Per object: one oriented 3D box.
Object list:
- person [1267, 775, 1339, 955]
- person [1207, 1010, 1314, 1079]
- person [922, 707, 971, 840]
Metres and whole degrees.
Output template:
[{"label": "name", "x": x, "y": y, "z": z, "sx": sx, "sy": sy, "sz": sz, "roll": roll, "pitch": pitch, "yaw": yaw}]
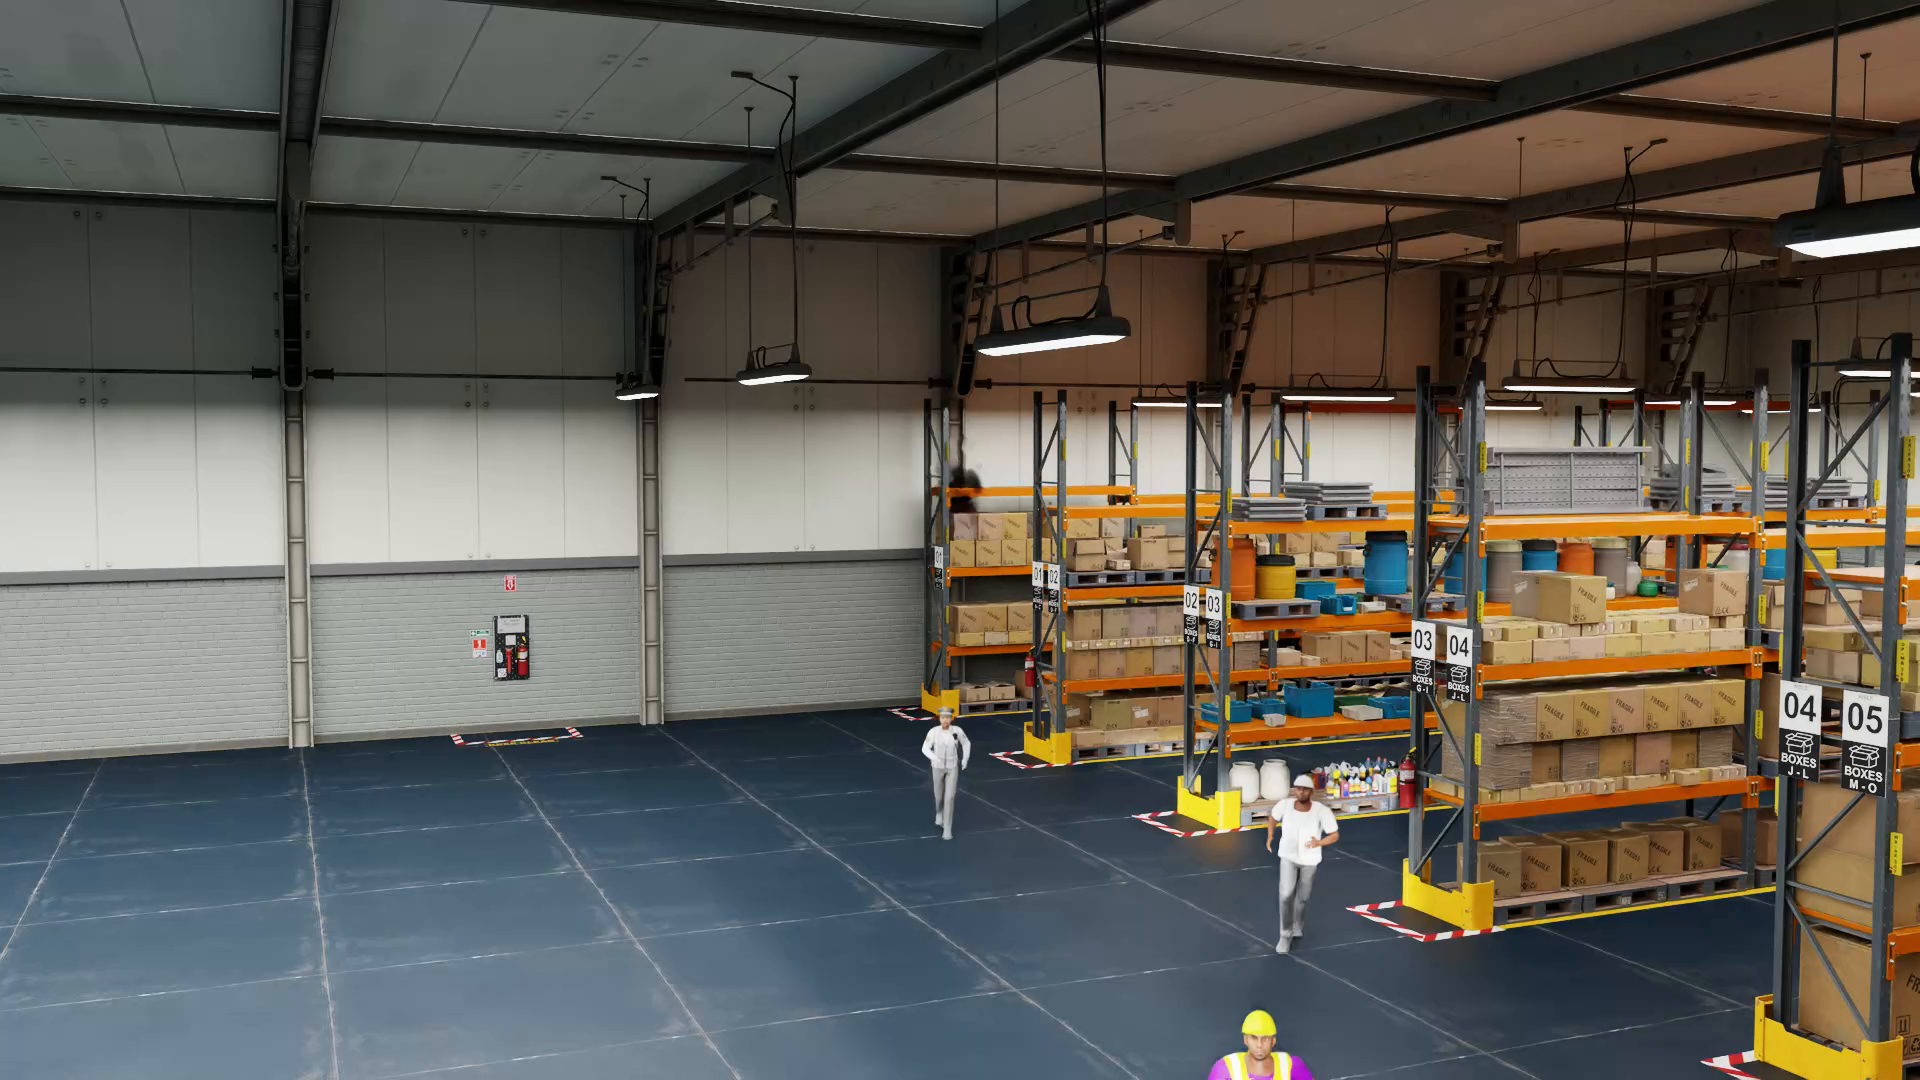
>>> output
[{"label": "person", "x": 3.495, "y": 3.290, "z": 16.964, "sx": 0.728, "sy": 1.824, "sz": 0.664, "roll": 1, "pitch": 4, "yaw": 17}, {"label": "person", "x": 1.784, "y": 3.686, "z": 9.946, "sx": 0.700, "sy": 1.762, "sz": 0.956, "roll": 1, "pitch": 3, "yaw": 9}, {"label": "person", "x": -0.180, "y": 3.030, "z": 21.957, "sx": 0.637, "sy": 1.712, "sz": 0.815, "roll": 0, "pitch": 3, "yaw": 1}]
